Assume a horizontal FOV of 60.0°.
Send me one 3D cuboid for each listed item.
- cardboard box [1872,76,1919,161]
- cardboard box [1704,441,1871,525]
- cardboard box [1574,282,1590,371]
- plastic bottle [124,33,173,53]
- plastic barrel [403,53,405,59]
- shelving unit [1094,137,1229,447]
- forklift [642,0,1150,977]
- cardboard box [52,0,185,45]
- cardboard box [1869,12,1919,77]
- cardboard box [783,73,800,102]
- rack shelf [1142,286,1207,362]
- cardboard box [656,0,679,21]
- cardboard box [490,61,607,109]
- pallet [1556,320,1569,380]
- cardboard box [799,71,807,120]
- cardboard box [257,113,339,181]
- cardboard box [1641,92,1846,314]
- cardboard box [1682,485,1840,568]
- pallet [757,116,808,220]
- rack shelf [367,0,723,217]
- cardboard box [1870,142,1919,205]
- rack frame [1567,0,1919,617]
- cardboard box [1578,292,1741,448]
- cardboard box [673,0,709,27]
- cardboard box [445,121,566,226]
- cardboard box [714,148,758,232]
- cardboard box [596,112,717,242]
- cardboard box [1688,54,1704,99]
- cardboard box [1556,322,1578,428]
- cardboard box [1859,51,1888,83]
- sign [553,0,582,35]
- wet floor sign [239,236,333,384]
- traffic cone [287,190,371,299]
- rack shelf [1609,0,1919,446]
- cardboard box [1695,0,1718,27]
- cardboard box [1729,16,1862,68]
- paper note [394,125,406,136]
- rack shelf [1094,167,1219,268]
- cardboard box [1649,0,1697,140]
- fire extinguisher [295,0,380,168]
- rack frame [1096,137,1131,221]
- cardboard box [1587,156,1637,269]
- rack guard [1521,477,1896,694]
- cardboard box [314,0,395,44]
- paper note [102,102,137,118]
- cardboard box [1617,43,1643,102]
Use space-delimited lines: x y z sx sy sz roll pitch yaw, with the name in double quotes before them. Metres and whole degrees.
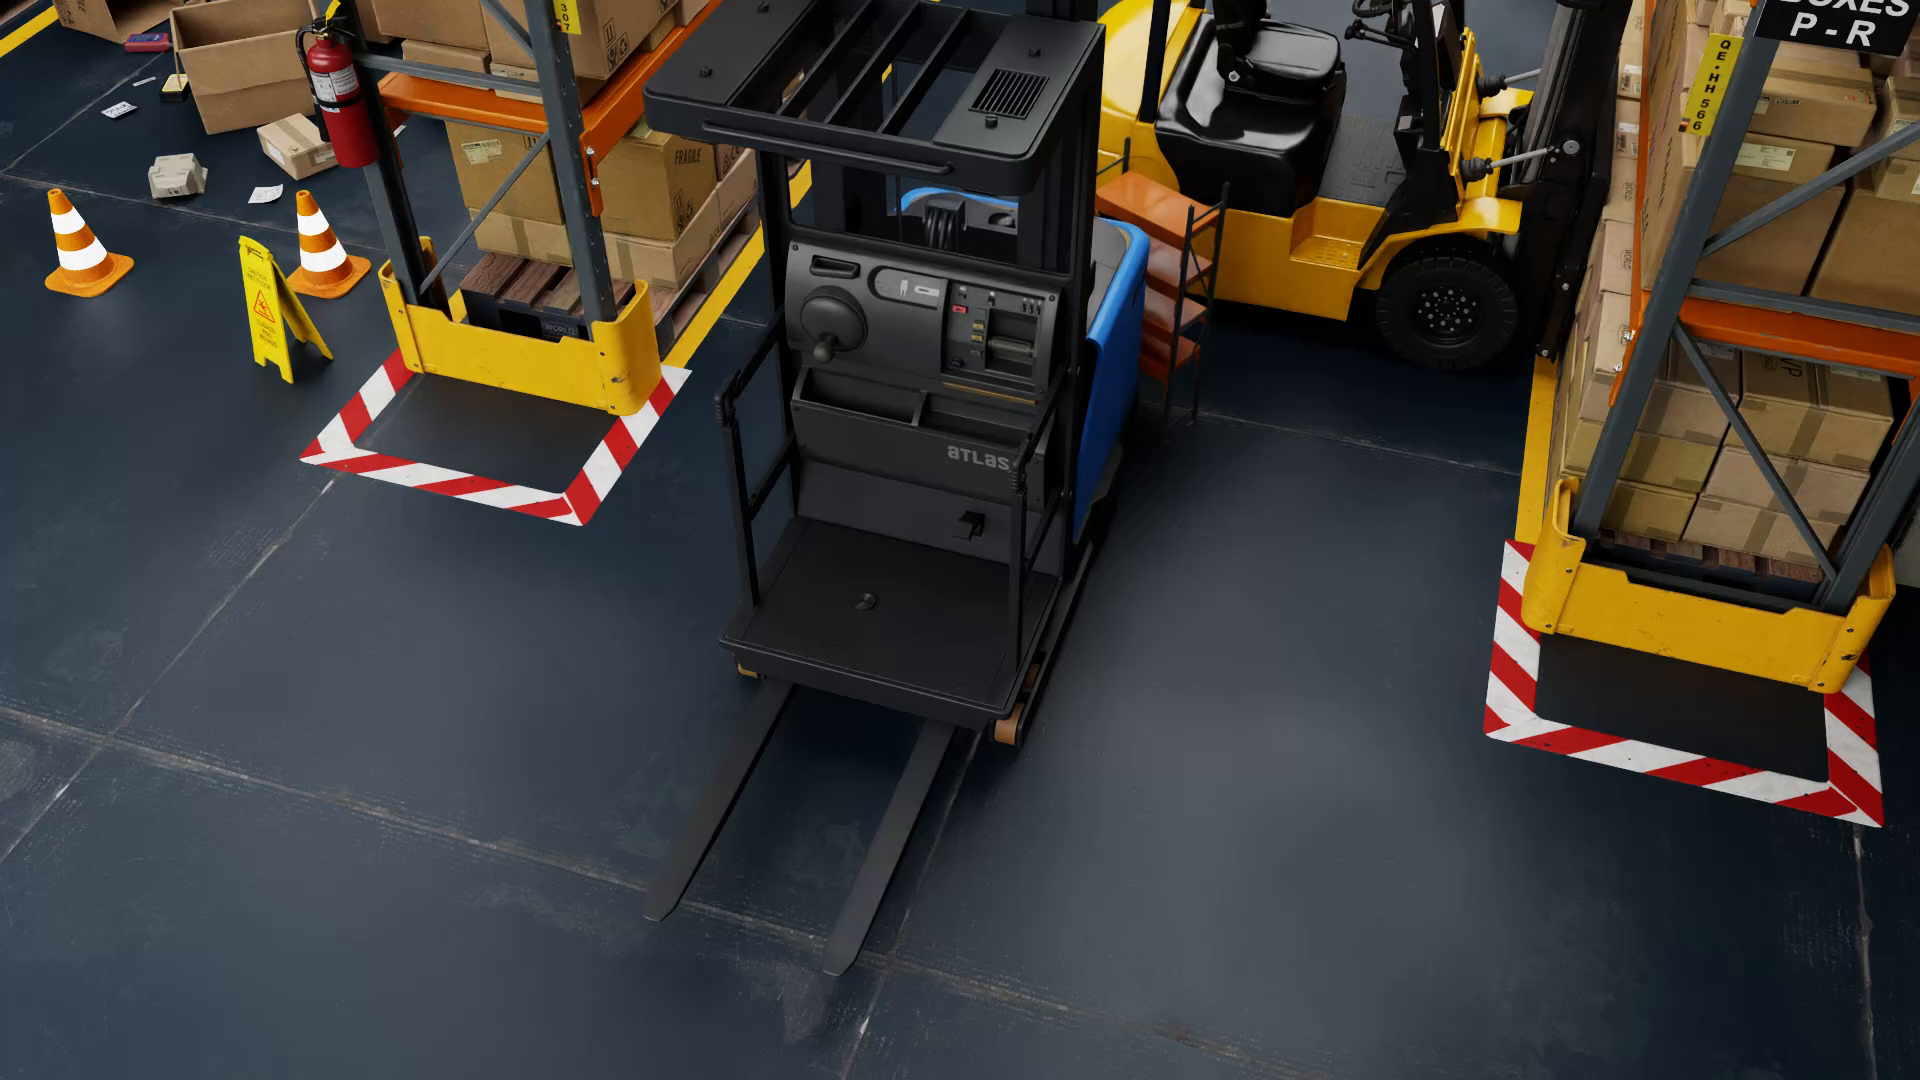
"cardboard box" 3.079 -1.296 5.182 0.380 0.149 0.250 12 46 12
"cardboard box" 3.114 -0.359 6.281 0.500 0.250 0.500 13 46 13
"cardboard box" 2.785 -0.812 6.744 0.500 0.250 0.500 12 46 12
"plastic bottle" -4.684 -2.888 9.658 0.283 0.061 0.133 -2 44 -2
"plastic barrel" -2.775 -2.569 9.073 0.421 0.421 0.512 -24 49 -22
"shelving unit" 0.774 -1.011 6.922 0.503 1.200 0.258 33 52 29
"forklift" -0.199 -0.634 5.302 1.130 2.935 3.031 13 46 13
"cardboard box" -4.987 -3.295 9.758 0.500 0.500 0.500 20 48 19
"cardboard box" 3.257 -1.642 5.536 0.380 0.149 0.250 13 46 13
"cardboard box" -1.130 -2.405 8.193 0.500 0.500 0.500 13 46 13
"rack shelf" 0.773 -0.962 6.969 0.480 0.148 0.258 33 52 29
"cardboard box" -1.396 -2.537 6.914 0.500 0.500 0.500 14 46 14
"cardboard box" -1.658 -1.885 6.712 0.380 0.149 0.250 13 46 13
"pallet" 3.337 -1.076 7.699 1.003 0.211 1.213 13 46 13
"cardboard box" -0.980 -2.480 8.805 0.500 0.250 0.500 13 46 13
"cardboard box" -3.486 -2.075 8.764 0.250 0.149 0.380 -33 53 -29
"cardboard box" 2.673 -1.163 5.722 0.500 0.500 0.500 12 46 12
"cardboard box" 3.109 -0.197 6.472 0.500 0.250 0.500 13 46 13
"pallet" -1.284 -2.191 8.838 1.003 0.211 1.213 13 46 13
"rack shelf" -1.352 -2.869 8.051 1.077 0.370 4.000 13 46 13
"cardboard box" 3.124 -1.182 5.278 0.380 0.149 0.250 11 46 11
"rack frame" 2.774 -0.744 5.365 1.000 3.000 0.127 13 46 13
"cardboard box" 2.616 -0.641 6.212 0.500 0.250 0.500 14 46 14
"cardboard box" -1.317 -2.376 7.213 0.380 0.149 0.250 13 46 13
"cardboard box" -1.964 -1.817 7.592 0.500 0.500 0.500 13 46 13
"cardboard box" -1.288 -1.778 8.088 0.500 0.250 0.500 14 46 14
"cardboard box" -1.443 -1.723 7.496 0.500 0.500 0.500 11 45 11
"cardboard box" 2.661 -1.478 5.581 0.380 0.149 0.250 13 46 13
"cardboard box" 2.775 -0.621 6.905 0.500 0.250 0.500 13 46 12
"cardboard box" 3.221 -1.528 5.632 0.380 0.149 0.250 12 46 12
"sign" -1.441 -1.987 6.017 0.100 0.325 0.005 13 46 13
"wet floor sign" -3.035 -1.051 7.363 0.267 0.644 0.232 28 51 26
"traffic cone" -3.057 -1.446 7.896 0.336 0.463 0.334 13 46 13
"rack shelf" 3.379 -1.820 6.979 1.077 0.370 4.000 13 46 13
"cardboard box" 2.920 -1.989 6.103 0.380 0.149 0.250 11 45 11
"cardboard box" 2.726 -1.572 5.464 0.380 0.149 0.250 13 46 13
"paper note" -3.044 -2.213 9.004 0.032 0.001 0.123 13 46 13
"rack shelf" 0.778 -1.294 6.650 0.480 0.148 0.258 33 52 29
"cardboard box" 2.993 -1.849 6.423 0.500 0.500 0.500 12 46 12
"fire extinguisher" -2.432 -1.786 6.486 0.296 0.674 0.183 13 46 13
"rack frame" 0.595 -1.127 7.041 0.015 1.200 0.240 33 52 29
"cardboard box" 2.908 -1.321 6.907 0.500 0.250 0.500 13 46 13
"rack guard" 2.767 0.166 6.223 1.175 0.500 0.348 13 46 13
"cardboard box" -3.564 -3.281 9.646 0.797 0.637 0.503 13 46 13
"paper note" -4.626 -2.370 9.151 0.144 0.017 0.142 28 51 26
"cardboard box" 3.235 -2.006 7.606 0.500 0.250 0.500 14 46 14
